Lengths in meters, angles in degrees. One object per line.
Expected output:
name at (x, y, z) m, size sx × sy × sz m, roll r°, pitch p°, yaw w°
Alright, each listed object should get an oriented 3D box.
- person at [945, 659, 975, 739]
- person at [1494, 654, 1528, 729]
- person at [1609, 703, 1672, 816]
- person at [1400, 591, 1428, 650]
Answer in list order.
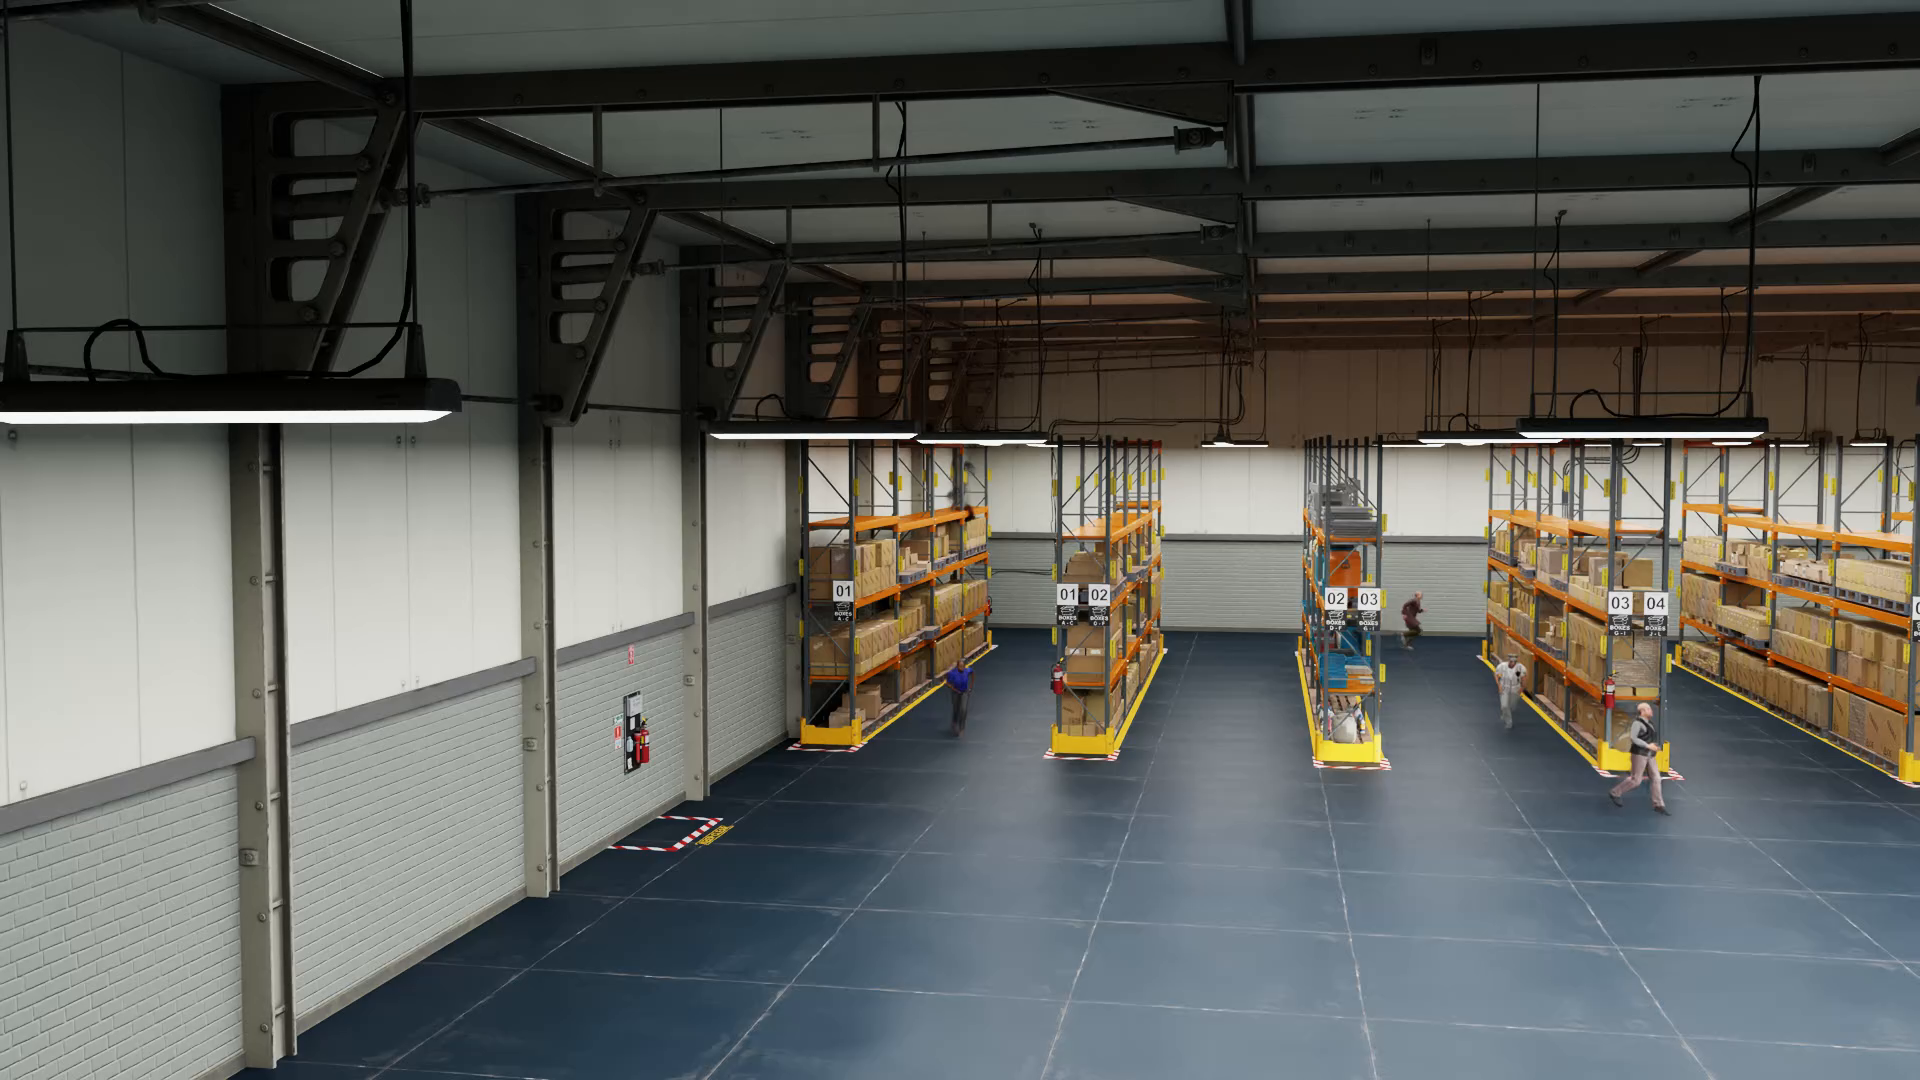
person at (-0.015, 3.154, 33.461) m, size 0.617 × 1.615 × 0.967 m, roll -1°, pitch 3°, yaw -10°
person at (11.360, 3.097, 34.327) m, size 0.670 × 1.593 × 1.018 m, roll 1°, pitch 3°, yaw 13°
person at (10.798, 3.433, 26.248) m, size 0.699 × 1.721 × 0.976 m, roll -3°, pitch 4°, yaw -43°
person at (13.030, 2.301, 47.698) m, size 0.769 × 1.702 × 0.693 m, roll 1°, pitch 3°, yaw 18°
